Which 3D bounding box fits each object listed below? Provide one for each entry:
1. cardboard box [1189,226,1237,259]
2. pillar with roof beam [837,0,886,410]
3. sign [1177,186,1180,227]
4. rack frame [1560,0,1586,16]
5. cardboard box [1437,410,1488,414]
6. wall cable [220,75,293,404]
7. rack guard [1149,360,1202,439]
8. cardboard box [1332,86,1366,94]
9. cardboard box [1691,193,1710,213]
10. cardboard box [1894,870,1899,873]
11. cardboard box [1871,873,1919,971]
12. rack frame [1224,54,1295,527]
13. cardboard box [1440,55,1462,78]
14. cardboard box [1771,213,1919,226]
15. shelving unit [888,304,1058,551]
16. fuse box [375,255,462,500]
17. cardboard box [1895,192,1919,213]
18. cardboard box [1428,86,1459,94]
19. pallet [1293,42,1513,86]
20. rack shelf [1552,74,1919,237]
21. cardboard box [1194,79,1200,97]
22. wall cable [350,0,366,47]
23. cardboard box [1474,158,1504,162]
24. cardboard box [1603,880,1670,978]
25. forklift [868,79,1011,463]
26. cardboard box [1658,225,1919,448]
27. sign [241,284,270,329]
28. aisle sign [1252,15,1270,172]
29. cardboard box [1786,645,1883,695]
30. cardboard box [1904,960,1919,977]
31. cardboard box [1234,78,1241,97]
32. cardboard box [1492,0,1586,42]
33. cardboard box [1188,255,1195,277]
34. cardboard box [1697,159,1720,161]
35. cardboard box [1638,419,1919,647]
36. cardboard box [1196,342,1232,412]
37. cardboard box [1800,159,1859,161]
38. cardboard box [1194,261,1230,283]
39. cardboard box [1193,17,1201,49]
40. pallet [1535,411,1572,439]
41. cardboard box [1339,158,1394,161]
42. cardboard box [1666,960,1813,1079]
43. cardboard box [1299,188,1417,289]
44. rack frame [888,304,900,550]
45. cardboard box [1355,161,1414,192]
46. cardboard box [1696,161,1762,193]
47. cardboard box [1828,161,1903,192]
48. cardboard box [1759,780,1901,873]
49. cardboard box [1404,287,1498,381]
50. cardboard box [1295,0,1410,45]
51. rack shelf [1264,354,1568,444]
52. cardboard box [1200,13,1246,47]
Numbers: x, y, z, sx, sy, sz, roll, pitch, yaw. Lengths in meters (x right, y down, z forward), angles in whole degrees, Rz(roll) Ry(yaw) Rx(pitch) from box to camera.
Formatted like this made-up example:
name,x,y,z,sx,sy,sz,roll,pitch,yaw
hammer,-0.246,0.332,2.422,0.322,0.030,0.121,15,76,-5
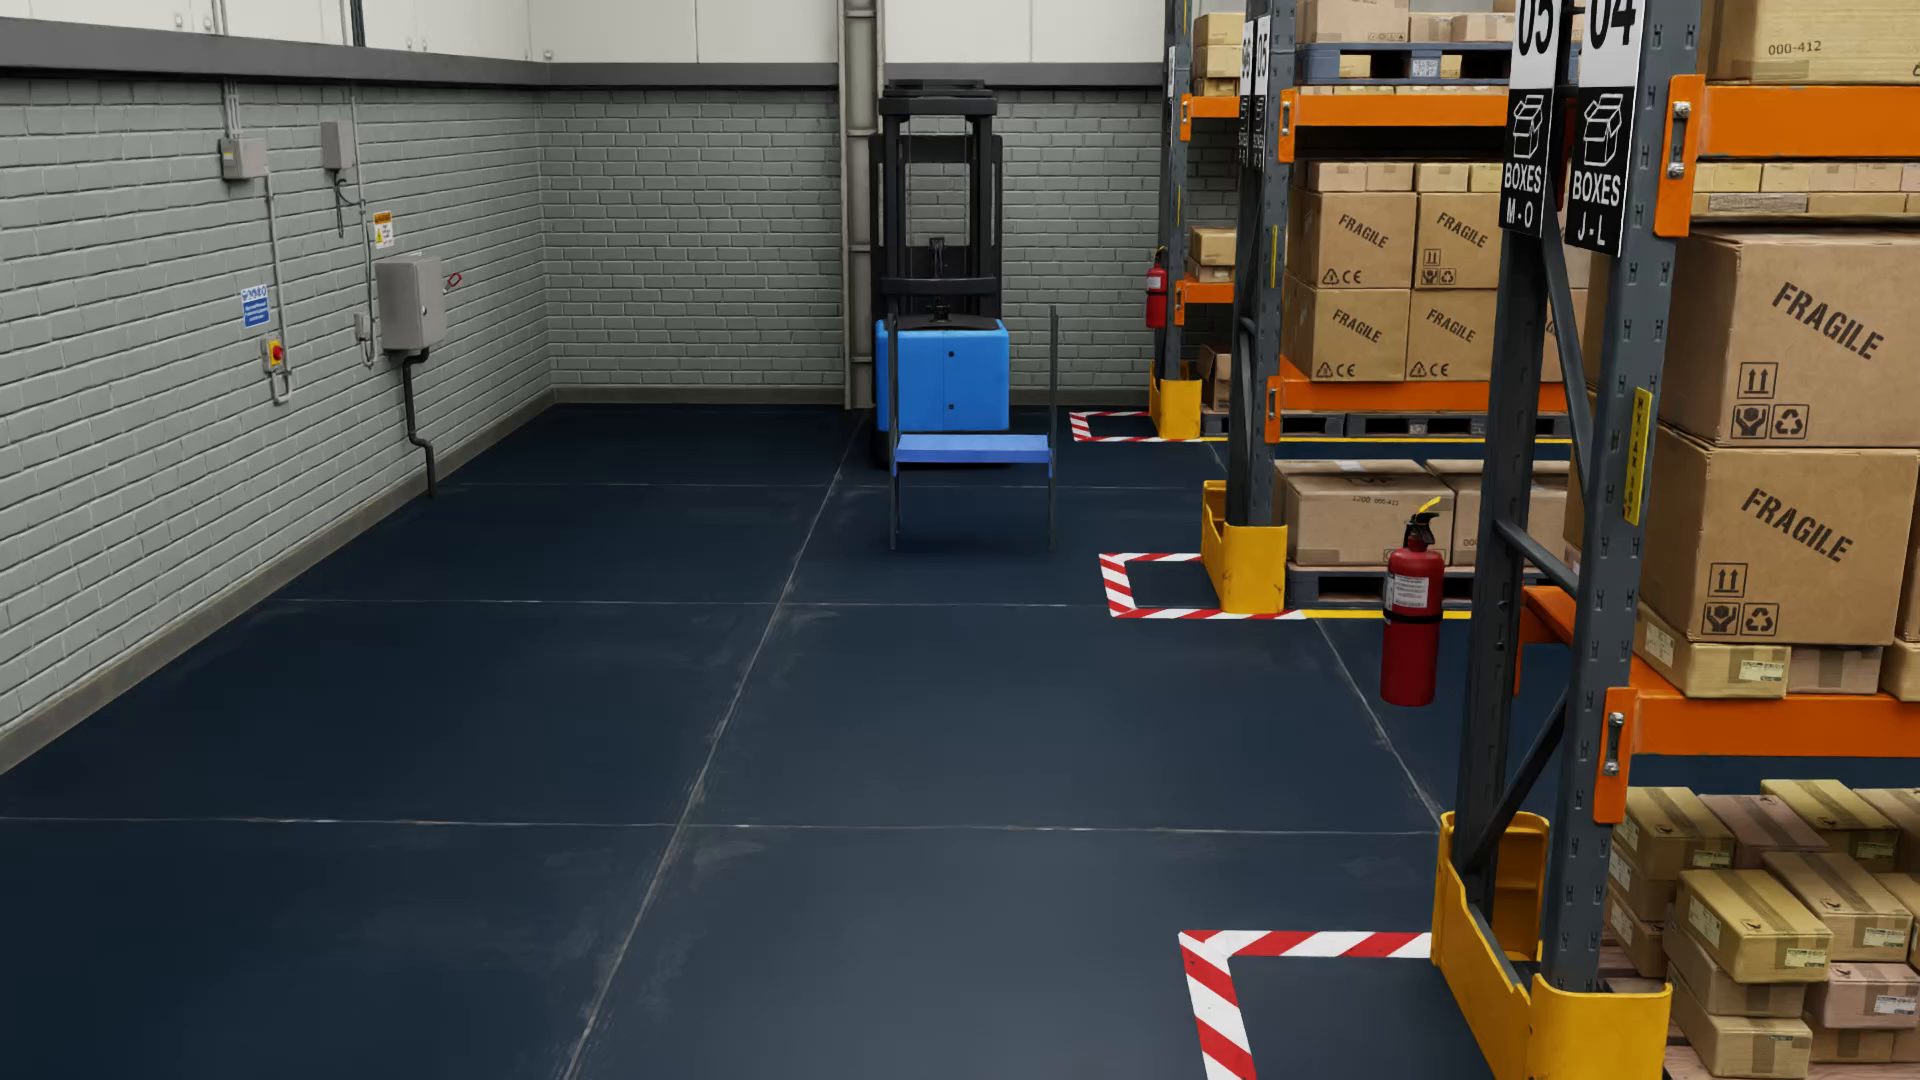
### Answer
name,x,y,z,sx,sy,sz,roll,pitch,yaw
cardboard box,2.269,-2.588,14.479,0.500,0.250,0.500,1,15,3
pillar with roof beam,-0.980,-4.502,10.264,0.400,9.000,9.100,0,15,1
sign,1.788,-2.732,13.618,0.005,0.325,0.100,0,15,1
rack frame,1.654,-2.824,3.902,0.127,3.000,1.000,0,15,1
cardboard box,4.303,-1.396,14.327,0.500,0.500,0.700,0,15,-1
wall cable,-3.958,-1.723,9.438,0.123,1.953,0.585,0,15,1
rack guard,1.878,-1.243,14.570,0.348,0.500,1.175,0,15,1
cardboard box,3.142,-3.691,13.561,0.250,0.149,0.380,0,15,1
cardboard box,3.682,-1.636,9.005,0.500,0.500,0.500,0,15,2
cardboard box,2.974,1.070,5.086,0.250,0.149,0.380,0,15,1
cardboard box,2.696,1.060,4.540,0.250,0.149,0.380,0,15,1
rack frame,1.679,-1.186,9.455,0.127,3.000,1.000,0,15,1
cardboard box,3.776,-3.899,13.569,0.500,0.250,0.500,0,15,1
cardboard box,2.624,-0.656,4.706,0.500,0.500,0.500,0,15,0
shelving unit,0.085,-0.725,10.647,1.048,1.500,0.538,0,15,1
fuse box,-3.759,-1.128,11.763,0.414,1.711,0.539,0,15,1
cardboard box,5.199,-1.624,8.961,0.500,0.500,0.500,0,15,1
cardboard box,3.894,-3.684,13.536,0.250,0.149,0.380,1,15,3
pallet,2.421,-2.591,9.075,1.213,0.211,1.003,0,15,1
rack shelf,3.653,-1.012,4.327,4.000,0.370,1.077,0,15,1
cardboard box,2.128,-3.838,14.118,0.250,0.149,0.380,1,15,3
wall cable,-3.884,-4.972,11.972,0.133,3.039,2.988,0,15,1
cardboard box,3.068,-2.072,9.388,0.250,0.149,0.380,0,15,1
cardboard box,2.185,1.203,5.166,0.250,0.149,0.380,1,15,2
forklift,-0.213,-2.342,13.970,1.130,2.935,3.031,-1,15,-3
cardboard box,2.096,-0.528,4.222,0.500,0.500,0.500,0,15,1
sign,-4.021,-1.335,9.492,0.001,0.218,0.327,0,15,1
aisle sign,1.600,-2.369,8.845,0.004,0.787,0.394,0,15,1
cardboard box,2.225,0.275,4.409,0.250,0.149,0.380,1,15,3
cardboard box,2.690,1.173,4.697,0.250,0.149,0.380,1,15,2
cardboard box,2.378,-3.724,13.688,0.250,0.149,0.380,1,15,2
cardboard box,3.174,-2.822,8.932,0.500,0.311,0.500,1,15,2
cardboard box,2.140,-2.397,14.536,0.250,0.149,0.380,0,15,1
cardboard box,4.091,-2.069,9.375,0.250,0.149,0.380,0,15,1
cardboard box,2.095,-0.042,4.339,0.500,0.500,0.500,1,15,4
cardboard box,2.411,-1.420,14.411,0.637,0.503,0.797,0,15,-1
cardboard box,4.856,-2.062,9.348,0.250,0.149,0.380,0,15,1
cardboard box,2.124,-2.258,14.012,0.250,0.149,0.380,0,15,1
cardboard box,2.254,-4.283,14.047,0.500,0.250,0.500,0,15,0
pallet,5.114,-1.082,14.528,1.213,0.211,1.003,0,15,1
cardboard box,2.297,-2.085,9.434,0.250,0.149,0.380,1,15,2
cardboard box,2.169,1.338,4.655,0.250,0.149,0.380,1,15,3
cardboard box,2.152,-1.642,9.027,0.500,0.500,0.500,0,15,0
rack frame,-0.423,-0.728,10.659,0.032,1.500,0.500,0,15,1
cardboard box,2.291,-1.975,9.018,0.250,0.149,0.380,1,15,3
cardboard box,4.085,-1.951,8.926,0.250,0.149,0.380,0,15,0
cardboard box,4.852,-1.960,8.960,0.250,0.149,0.380,0,15,1
cardboard box,2.701,0.889,5.189,0.250,0.149,0.380,0,15,0
cardboard box,2.658,-1.162,9.167,0.500,0.500,0.500,0,15,1
cardboard box,2.131,-2.835,9.101,0.500,0.250,0.500,-1,15,-4
rack shelf,3.679,-0.825,9.497,4.000,0.370,1.077,0,15,1
cardboard box,2.239,-4.148,13.534,0.500,0.250,0.500,0,15,1
